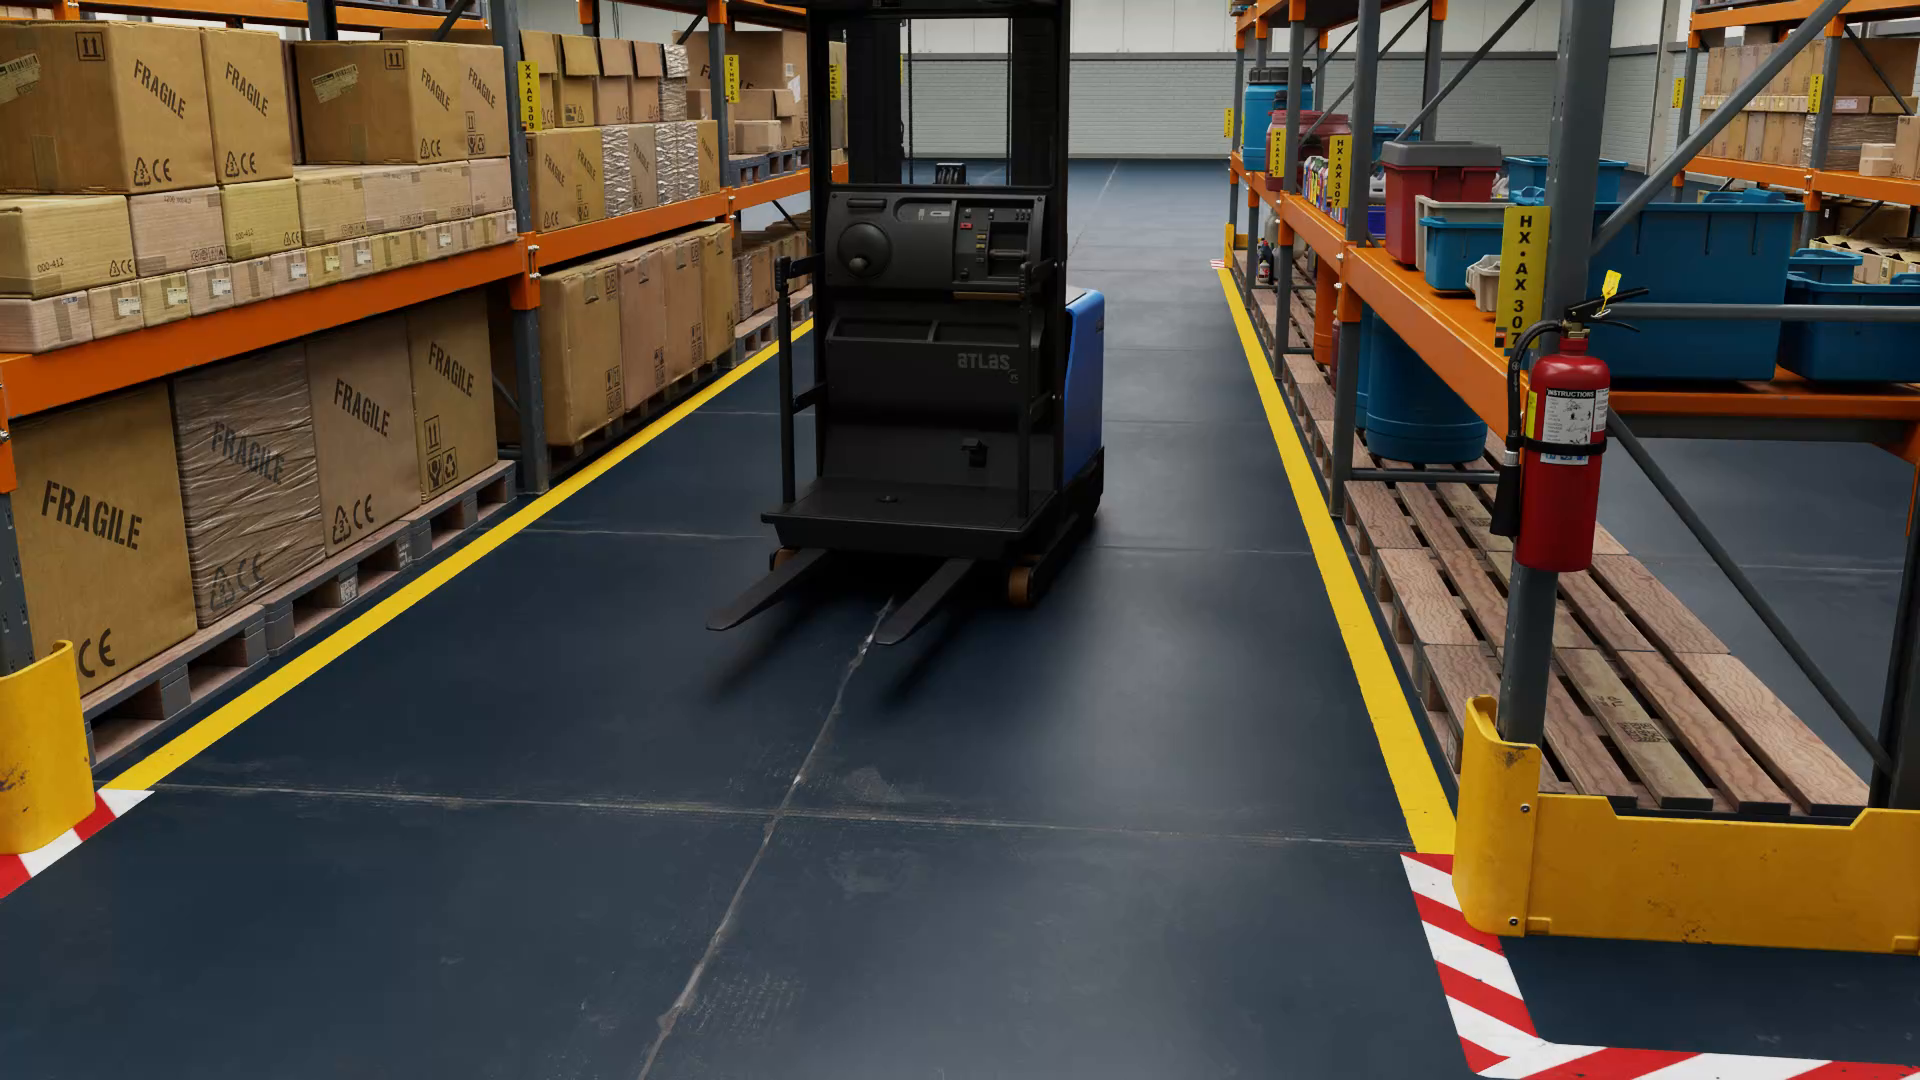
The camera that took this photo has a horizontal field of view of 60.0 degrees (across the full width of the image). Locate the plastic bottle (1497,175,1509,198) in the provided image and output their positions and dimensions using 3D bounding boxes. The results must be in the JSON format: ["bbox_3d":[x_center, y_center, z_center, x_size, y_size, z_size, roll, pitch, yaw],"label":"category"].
[{"bbox_3d":[2.664,-1.620,8.001,0.144,0.351,0.185,2,15,6],"label":"plastic bottle"}]

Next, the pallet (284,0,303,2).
[{"bbox_3d":[-6.693,-5.061,15.253,0.805,0.209,1.217,1,15,4],"label":"pallet"}]

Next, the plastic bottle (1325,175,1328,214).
[{"bbox_3d":[2.200,-2.062,9.634,0.144,0.351,0.185,2,15,6],"label":"plastic bottle"}]

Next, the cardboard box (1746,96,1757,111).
[{"bbox_3d":[8.140,-4.384,16.696,0.380,0.149,0.250,2,15,7],"label":"cardboard box"}]

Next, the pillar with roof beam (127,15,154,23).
[{"bbox_3d":[-11.391,-10.974,31.008,9.100,9.000,0.400,2,15,6],"label":"pillar with roof beam"}]

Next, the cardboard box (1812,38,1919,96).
[{"bbox_3d":[8.165,-4.269,15.028,0.700,0.500,0.500,2,15,7],"label":"cardboard box"}]

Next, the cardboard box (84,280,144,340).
[{"bbox_3d":[-2.680,-0.688,4.940,0.380,0.149,0.250,1,15,5],"label":"cardboard box"}]

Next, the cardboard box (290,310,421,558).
[{"bbox_3d":[-2.879,-0.472,6.928,0.875,0.875,0.875,2,15,6],"label":"cardboard box"}]

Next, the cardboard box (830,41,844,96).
[{"bbox_3d":[-1.418,-4.556,16.088,0.500,0.500,0.500,2,15,6],"label":"cardboard box"}]

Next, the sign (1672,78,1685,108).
[{"bbox_3d":[8.022,-4.991,18.564,0.100,0.325,0.005,2,15,6],"label":"sign"}]

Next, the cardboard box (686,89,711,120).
[{"bbox_3d":[-2.151,-3.127,12.484,0.500,0.500,0.500,0,15,-1],"label":"cardboard box"}]

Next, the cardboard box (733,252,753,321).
[{"bbox_3d":[-2.067,-2.059,13.477,0.700,0.500,0.500,0,15,2],"label":"cardboard box"}]

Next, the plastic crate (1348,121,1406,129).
[{"bbox_3d":[3.235,-3.030,12.999,0.402,0.464,0.583,2,15,6],"label":"plastic crate"}]

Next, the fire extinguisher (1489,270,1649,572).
[{"bbox_3d":[1.377,-0.271,3.781,0.296,0.674,0.183,2,15,6],"label":"fire extinguisher"}]

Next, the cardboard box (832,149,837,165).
[{"bbox_3d":[-1.398,-3.698,16.073,0.380,0.149,0.250,2,15,6],"label":"cardboard box"}]

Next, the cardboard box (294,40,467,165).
[{"bbox_3d":[-2.471,-1.874,7.126,0.500,0.500,0.500,2,15,7],"label":"cardboard box"}]

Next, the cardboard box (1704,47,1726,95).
[{"bbox_3d":[8.501,-5.057,17.941,0.700,0.500,0.500,2,15,6],"label":"cardboard box"}]

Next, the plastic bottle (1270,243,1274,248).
[{"bbox_3d":[3.173,-2.876,16.912,0.061,0.283,0.133,2,15,6],"label":"plastic bottle"}]

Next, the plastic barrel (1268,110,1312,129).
[{"bbox_3d":[2.874,-3.450,14.416,0.433,0.535,0.433,0,15,0],"label":"plastic barrel"}]

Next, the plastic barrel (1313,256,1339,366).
[{"bbox_3d":[2.710,-1.617,11.248,0.600,0.830,0.708,2,15,6],"label":"plastic barrel"}]

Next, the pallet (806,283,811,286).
[{"bbox_3d":[-1.681,-2.602,16.879,1.003,0.211,1.213,2,15,6],"label":"pallet"}]

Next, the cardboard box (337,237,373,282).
[{"bbox_3d":[-2.507,-1.088,6.421,0.380,0.149,0.250,2,15,7],"label":"cardboard box"}]

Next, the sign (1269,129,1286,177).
[{"bbox_3d":[2.201,-2.682,11.522,0.100,0.325,0.005,2,15,6],"label":"sign"}]

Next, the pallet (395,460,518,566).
[{"bbox_3d":[-2.787,-0.157,7.837,1.003,0.211,1.213,2,15,6],"label":"pallet"}]

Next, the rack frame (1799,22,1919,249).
[{"bbox_3d":[8.121,-3.480,14.784,1.000,3.000,0.127,2,15,6],"label":"rack frame"}]

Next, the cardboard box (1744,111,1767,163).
[{"bbox_3d":[8.335,-4.043,16.676,0.700,0.500,0.500,2,15,8],"label":"cardboard box"}]

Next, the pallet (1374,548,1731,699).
[{"bbox_3d":[2.118,0.304,6.135,1.003,0.211,1.213,2,15,6],"label":"pallet"}]

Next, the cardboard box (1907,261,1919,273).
[{"bbox_3d":[7.596,-1.997,12.691,0.500,0.311,0.500,2,15,6],"label":"cardboard box"}]

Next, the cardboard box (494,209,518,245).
[{"bbox_3d":[-2.333,-1.488,7.898,0.380,0.149,0.250,2,15,7],"label":"cardboard box"}]

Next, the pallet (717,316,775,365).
[{"bbox_3d":[-2.083,-1.592,13.143,1.003,0.211,1.213,2,15,6],"label":"pallet"}]

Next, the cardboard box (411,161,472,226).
[{"bbox_3d":[-2.469,-1.512,7.225,0.500,0.250,0.500,2,15,8],"label":"cardboard box"}]

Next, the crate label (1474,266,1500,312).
[{"bbox_3d":[1.812,-0.780,5.192,0.396,0.136,0.243,2,15,6],"label":"crate label"}]

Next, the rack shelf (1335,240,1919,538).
[{"bbox_3d":[2.072,-0.686,5.829,1.077,0.370,4.000,2,15,6],"label":"rack shelf"}]

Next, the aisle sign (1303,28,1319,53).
[{"bbox_3d":[3.955,-5.929,18.861,0.394,0.787,0.004,2,15,6],"label":"aisle sign"}]

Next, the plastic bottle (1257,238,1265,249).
[{"bbox_3d":[3.045,-2.869,16.758,0.144,0.351,0.185,2,15,6],"label":"plastic bottle"}]

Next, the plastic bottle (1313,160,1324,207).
[{"bbox_3d":[2.240,-2.217,10.337,0.061,0.283,0.133,2,15,6],"label":"plastic bottle"}]

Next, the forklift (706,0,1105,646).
[{"bbox_3d":[-0.160,-1.258,6.698,1.130,2.935,3.031,4,16,14],"label":"forklift"}]

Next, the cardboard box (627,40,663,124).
[{"bbox_3d":[-2.347,-2.909,10.562,0.797,0.503,0.637,2,15,8],"label":"cardboard box"}]

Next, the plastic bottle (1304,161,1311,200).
[{"bbox_3d":[2.338,-2.395,11.019,0.097,0.271,0.097,0,15,0],"label":"plastic bottle"}]

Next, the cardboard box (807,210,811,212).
[{"bbox_3d":[-1.390,-3.488,18.801,0.500,0.500,0.500,6,16,21],"label":"cardboard box"}]

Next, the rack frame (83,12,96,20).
[{"bbox_3d":[-11.117,-5.102,20.783,1.000,3.000,0.127,2,15,6],"label":"rack frame"}]

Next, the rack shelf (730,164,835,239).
[{"bbox_3d":[-1.947,-2.906,14.042,1.077,0.370,4.000,2,15,6],"label":"rack shelf"}]

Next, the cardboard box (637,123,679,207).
[{"bbox_3d":[-2.099,-2.384,10.541,0.500,0.500,0.500,1,15,4],"label":"cardboard box"}]

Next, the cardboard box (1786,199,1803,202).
[{"bbox_3d":[8.077,-3.103,16.417,0.500,0.500,0.500,2,15,6],"label":"cardboard box"}]

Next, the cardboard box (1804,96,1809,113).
[{"bbox_3d":[7.969,-3.982,15.207,0.380,0.149,0.250,1,15,5],"label":"cardboard box"}]

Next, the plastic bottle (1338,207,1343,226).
[{"bbox_3d":[2.119,-1.829,8.917,0.152,0.276,0.135,2,15,6],"label":"plastic bottle"}]

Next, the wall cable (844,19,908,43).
[{"bbox_3d":[-2.561,-17.853,49.931,2.305,6.003,0.169,2,15,6],"label":"wall cable"}]

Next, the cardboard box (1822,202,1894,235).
[{"bbox_3d":[8.533,-2.958,15.881,0.500,0.500,0.500,2,15,6],"label":"cardboard box"}]

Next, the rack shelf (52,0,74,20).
[{"bbox_3d":[-7.315,-3.489,10.451,1.077,0.370,4.000,2,15,6],"label":"rack shelf"}]

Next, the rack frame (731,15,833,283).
[{"bbox_3d":[-1.721,-3.772,15.867,1.000,3.000,0.127,2,15,6],"label":"rack frame"}]

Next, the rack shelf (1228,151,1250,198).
[{"bbox_3d":[3.426,-3.798,17.339,1.077,0.370,4.000,2,15,6],"label":"rack shelf"}]
